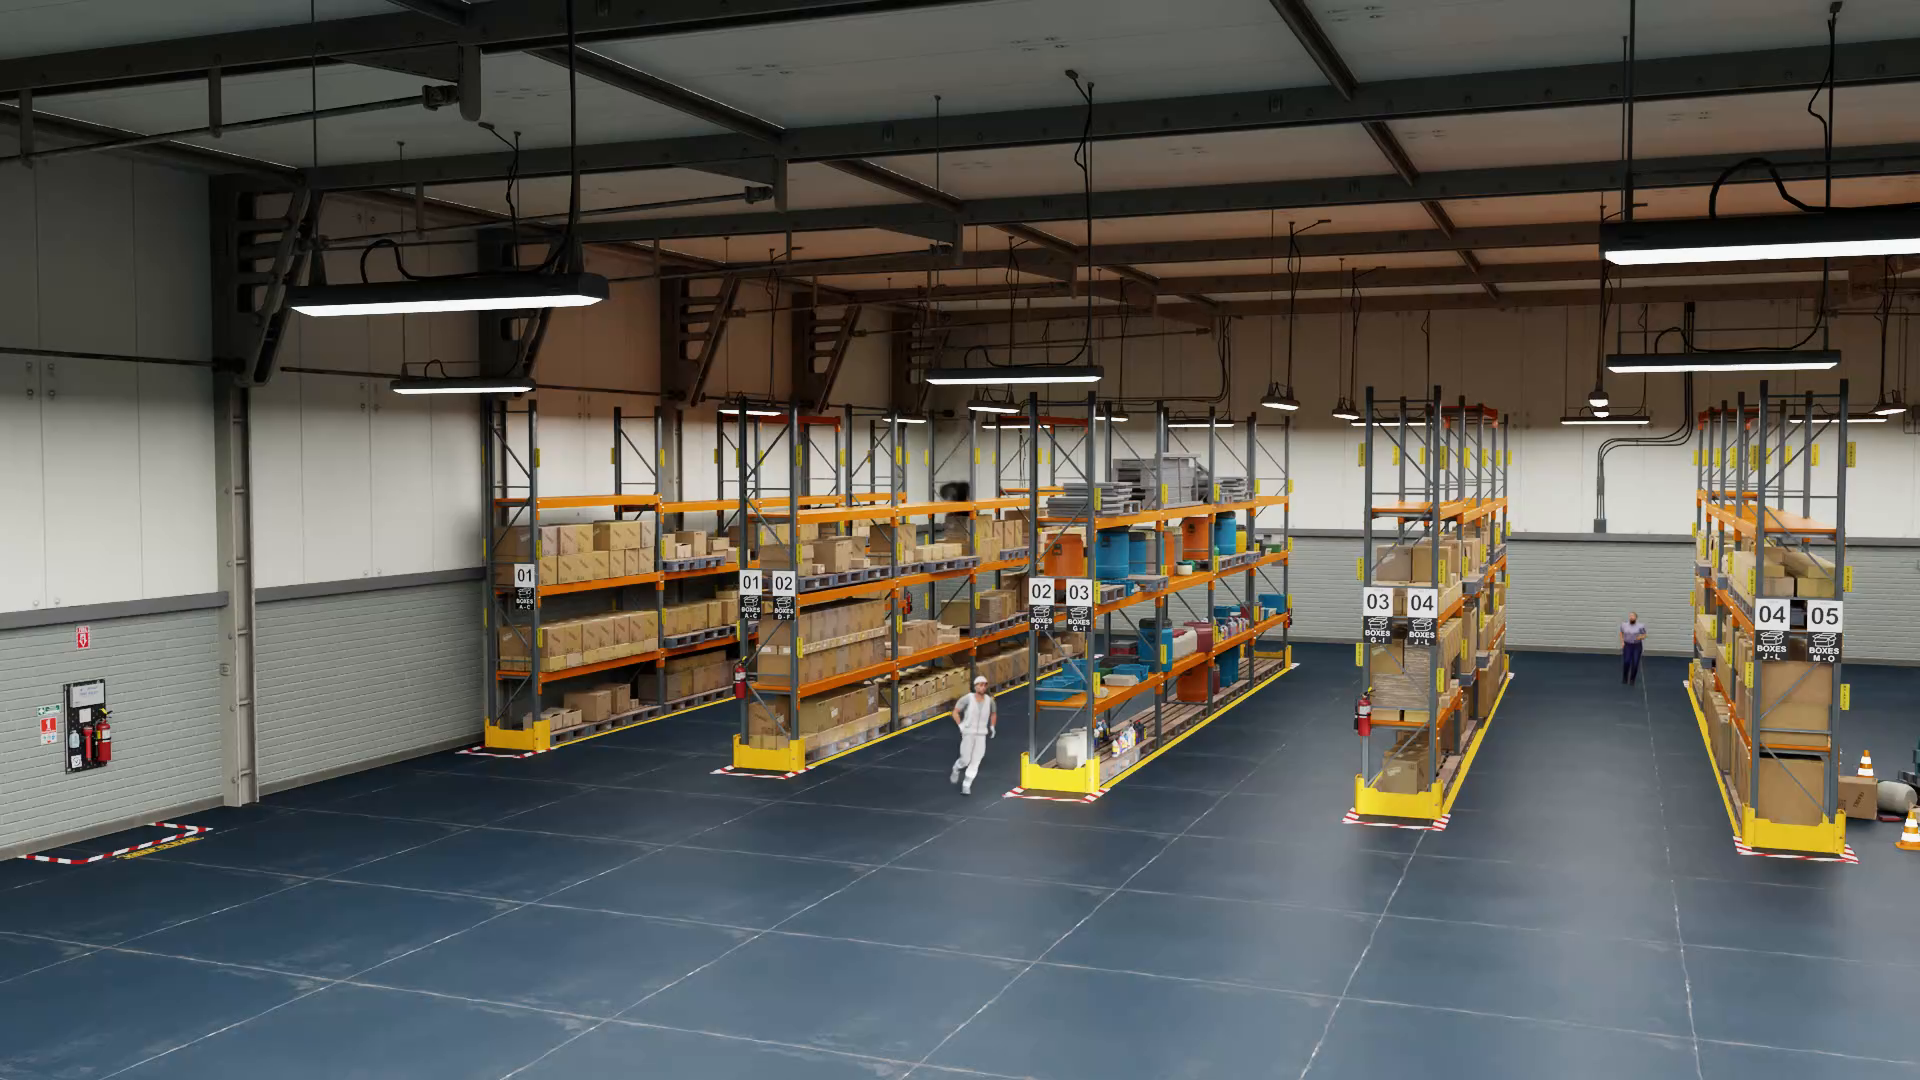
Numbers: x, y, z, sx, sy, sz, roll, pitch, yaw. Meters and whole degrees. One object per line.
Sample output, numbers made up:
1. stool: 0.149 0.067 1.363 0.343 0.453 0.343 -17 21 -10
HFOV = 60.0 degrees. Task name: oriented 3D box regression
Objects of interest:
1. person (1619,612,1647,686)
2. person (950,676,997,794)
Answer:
1. person: 14.777 2.397 36.529 0.568 1.649 0.651 1 3 23
2. person: 0.233 2.901 24.984 0.702 1.727 0.702 -1 3 -19
